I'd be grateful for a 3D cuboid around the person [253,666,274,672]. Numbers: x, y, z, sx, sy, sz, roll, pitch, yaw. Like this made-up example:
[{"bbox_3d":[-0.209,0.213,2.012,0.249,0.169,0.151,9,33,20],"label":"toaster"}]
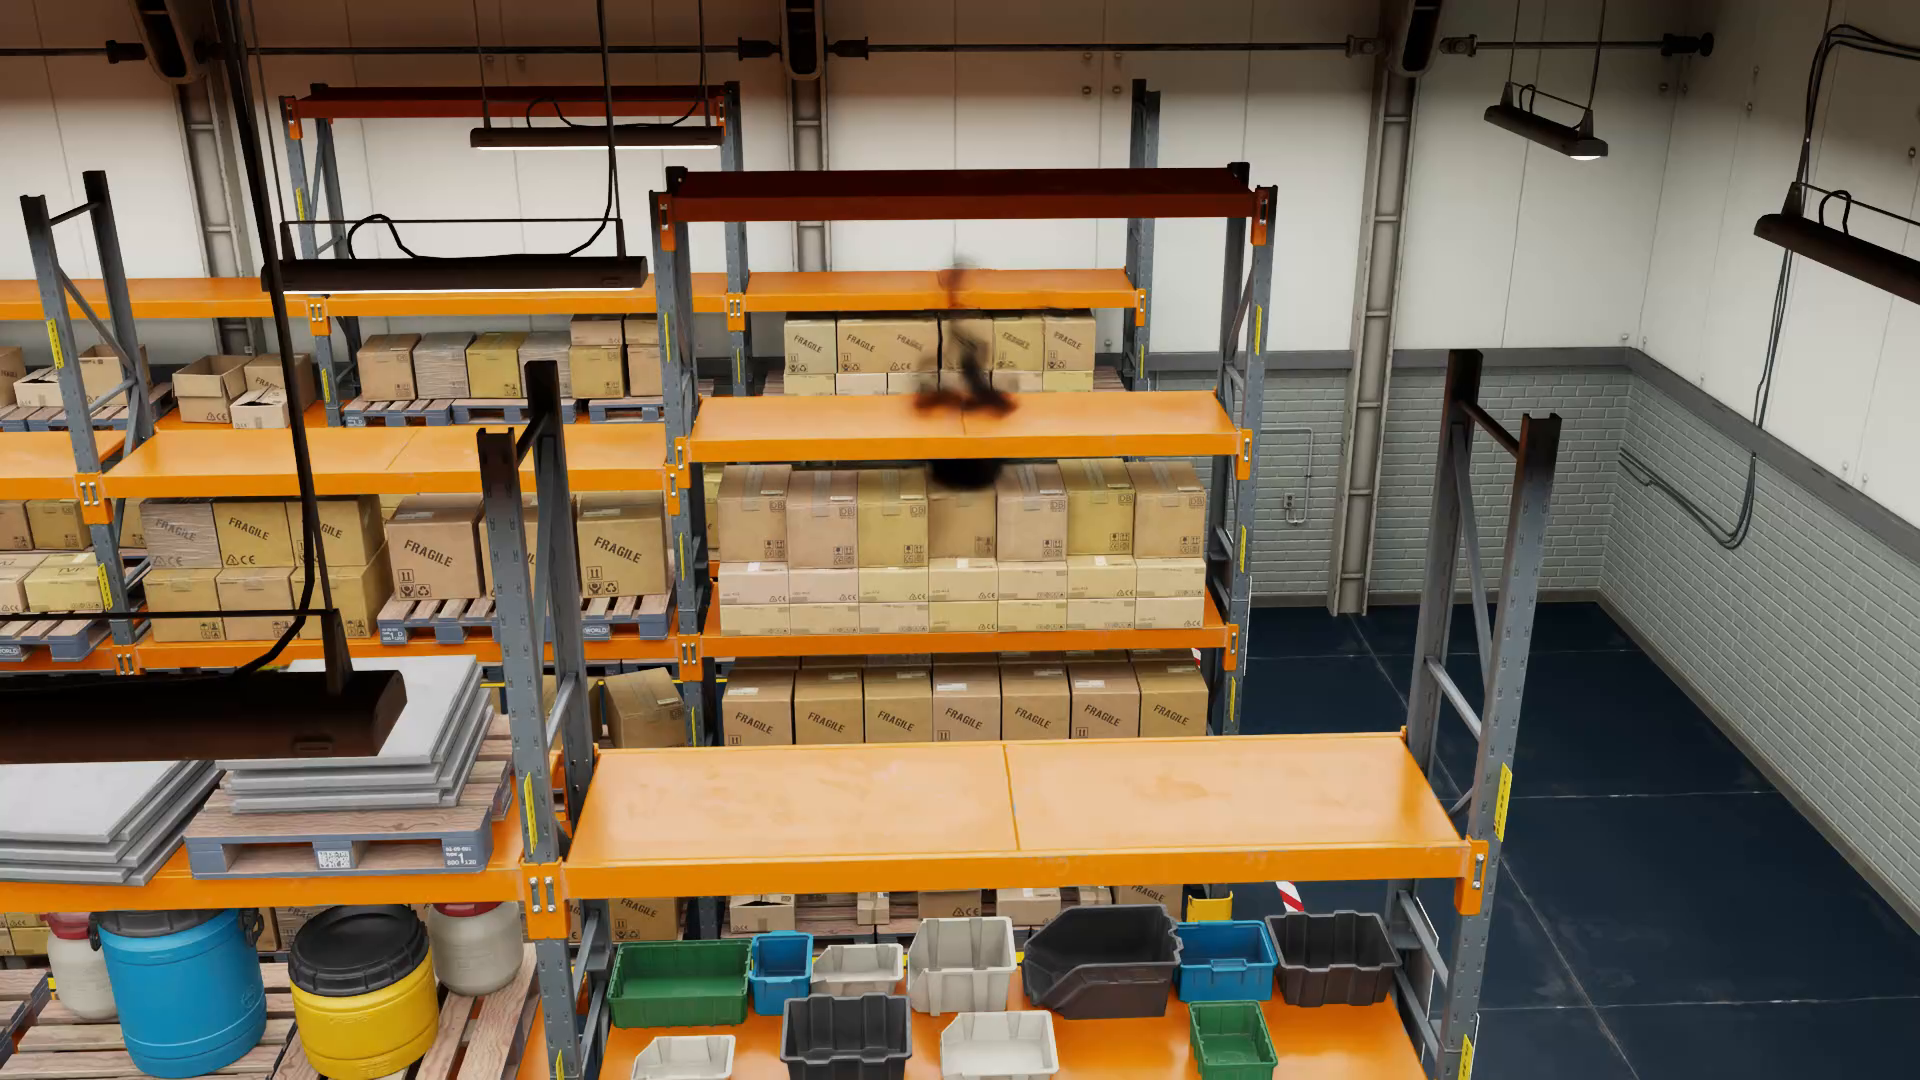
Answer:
[{"bbox_3d":[-5.968,1.771,14.394,0.833,1.809,0.679,-3,22,-8],"label":"person"}]
